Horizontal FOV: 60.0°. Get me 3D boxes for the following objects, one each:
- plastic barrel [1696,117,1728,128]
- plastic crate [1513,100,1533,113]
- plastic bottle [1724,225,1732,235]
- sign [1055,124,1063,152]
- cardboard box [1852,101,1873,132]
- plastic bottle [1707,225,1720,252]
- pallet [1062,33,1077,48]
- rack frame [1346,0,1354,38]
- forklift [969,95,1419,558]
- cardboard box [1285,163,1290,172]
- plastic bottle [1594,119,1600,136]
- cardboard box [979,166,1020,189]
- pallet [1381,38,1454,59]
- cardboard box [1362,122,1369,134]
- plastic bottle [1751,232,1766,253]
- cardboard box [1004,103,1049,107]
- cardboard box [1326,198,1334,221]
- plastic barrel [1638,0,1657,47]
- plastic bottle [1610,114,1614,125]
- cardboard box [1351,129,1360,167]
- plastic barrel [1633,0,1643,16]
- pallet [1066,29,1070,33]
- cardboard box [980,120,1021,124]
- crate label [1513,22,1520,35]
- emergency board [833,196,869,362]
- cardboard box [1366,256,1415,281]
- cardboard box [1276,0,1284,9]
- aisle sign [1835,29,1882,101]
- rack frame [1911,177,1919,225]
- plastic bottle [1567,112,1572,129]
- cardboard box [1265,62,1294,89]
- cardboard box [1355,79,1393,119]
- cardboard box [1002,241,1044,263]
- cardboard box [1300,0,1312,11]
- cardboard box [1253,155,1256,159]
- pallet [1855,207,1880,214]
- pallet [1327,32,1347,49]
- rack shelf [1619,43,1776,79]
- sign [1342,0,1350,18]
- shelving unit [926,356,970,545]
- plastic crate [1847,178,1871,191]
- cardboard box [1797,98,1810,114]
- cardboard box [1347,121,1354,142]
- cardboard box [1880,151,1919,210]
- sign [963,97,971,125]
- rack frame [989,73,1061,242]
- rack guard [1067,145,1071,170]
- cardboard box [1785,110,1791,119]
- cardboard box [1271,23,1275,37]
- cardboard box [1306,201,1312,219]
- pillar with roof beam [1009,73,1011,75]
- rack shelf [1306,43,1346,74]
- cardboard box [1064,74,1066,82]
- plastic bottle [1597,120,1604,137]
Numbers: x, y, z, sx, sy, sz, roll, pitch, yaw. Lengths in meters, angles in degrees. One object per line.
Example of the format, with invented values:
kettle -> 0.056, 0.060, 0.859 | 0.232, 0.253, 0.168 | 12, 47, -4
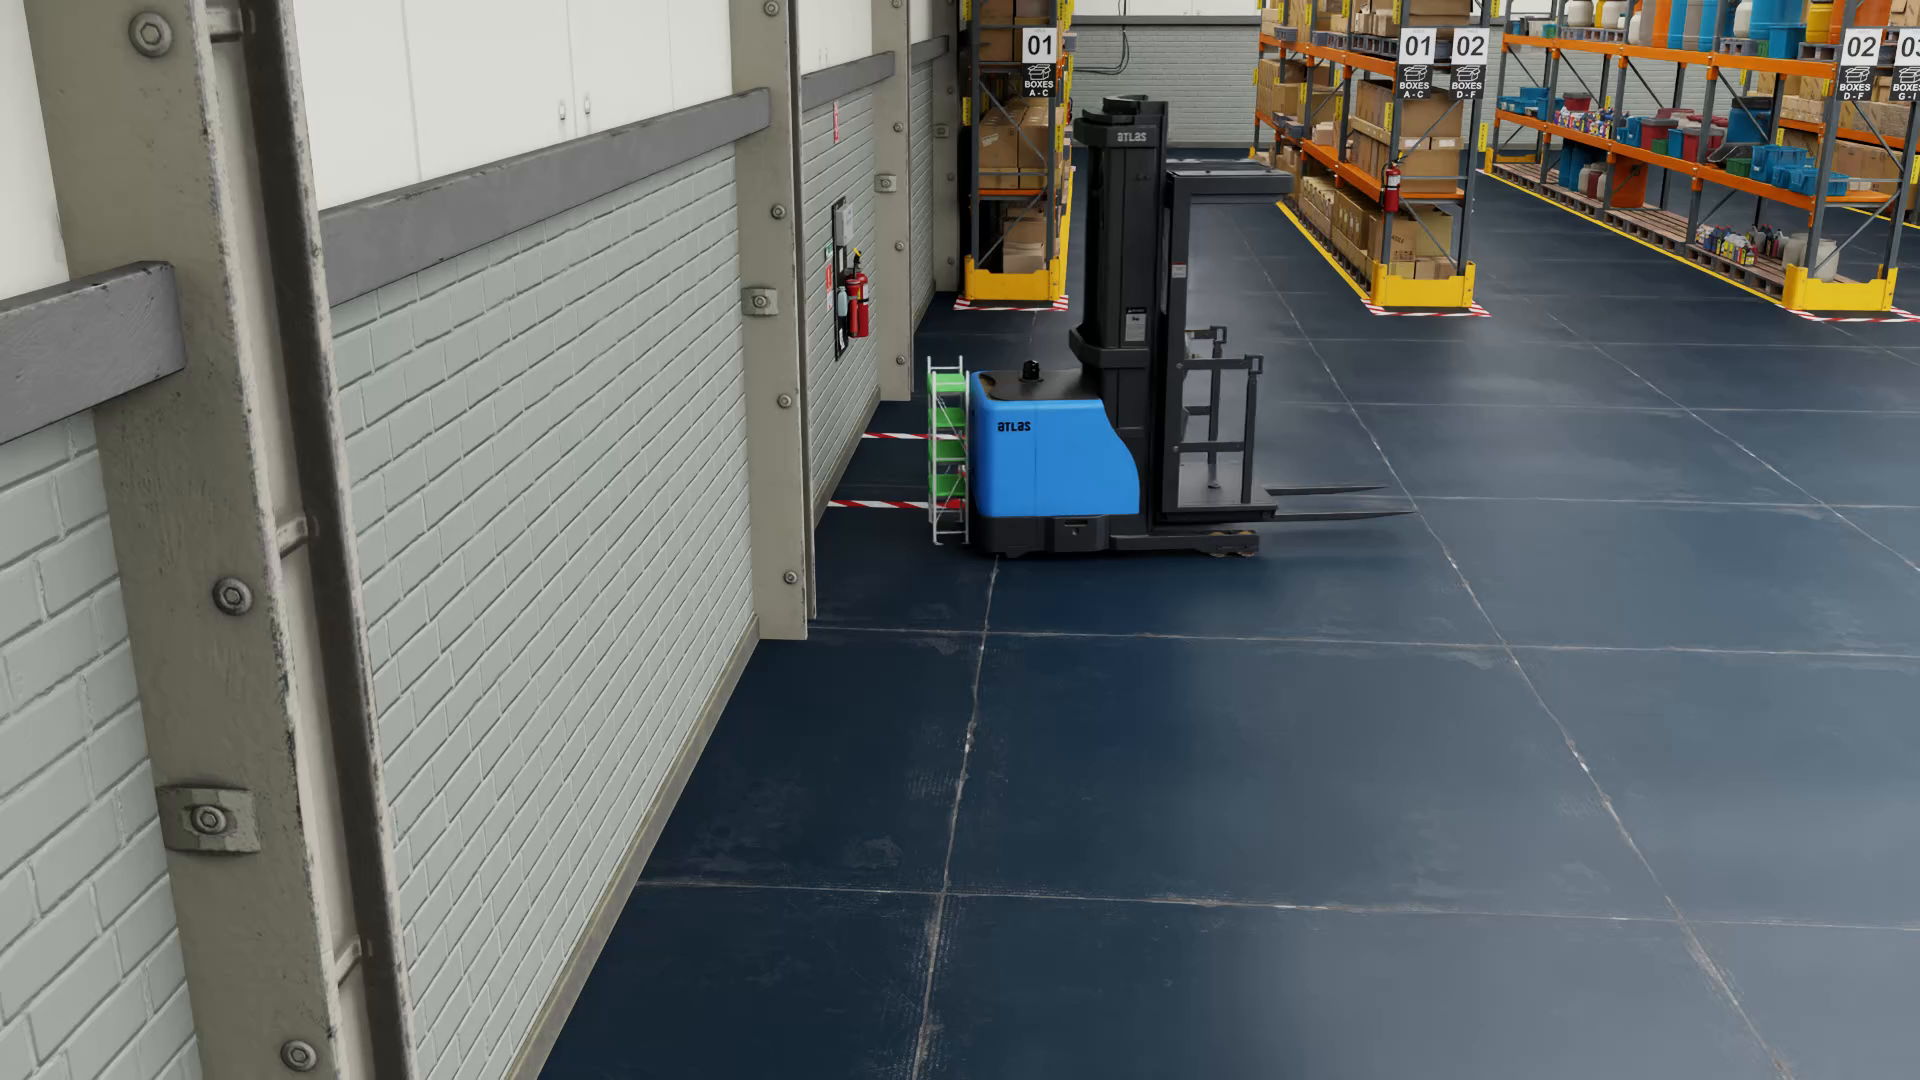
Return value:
plastic barrel -> 11.147, -6.007, 24.720 | 0.433, 0.535, 0.433 | 0, 18, 0
plastic crate -> 11.227, -8.620, 33.085 | 0.416, 0.233, 0.300 | 1, 18, 4
plastic bottle -> 10.479, -4.128, 22.751 | 0.144, 0.351, 0.185 | 1, 18, 4
sign -> 1.180, -4.800, 19.865 | 0.100, 0.325, 0.005 | 1, 18, 4
cardboard box -> 15.967, -7.395, 29.013 | 0.500, 0.500, 0.500 | 1, 18, 3
plastic bottle -> 10.335, -4.131, 22.761 | 0.144, 0.351, 0.185 | 2, 18, 5
pallet -> 1.147, -7.491, 24.952 | 1.213, 0.211, 1.003 | 1, 18, 4
rack frame -> 5.867, -8.385, 22.560 | 1.000, 3.000, 0.127 | 1, 18, 4
forklift -> 1.586, -1.441, 11.115 | 3.031, 2.935, 1.130 | -2, 18, -5
cardboard box -> 6.055, -6.417, 29.497 | 0.500, 0.500, 0.500 | 1, 18, 2
plastic bottle -> 10.768, -6.967, 28.073 | 0.097, 0.271, 0.097 | 0, 18, 0
cardboard box -> 0.479, -4.489, 20.514 | 0.500, 0.250, 0.500 | 2, 18, 5
pallet -> 5.656, -5.894, 19.918 | 1.003, 0.211, 1.213 | 1, 18, 4
cardboard box -> 5.582, -5.493, 22.168 | 0.380, 0.149, 0.250 | 1, 18, 2
plastic bottle -> 10.885, -4.066, 22.683 | 0.152, 0.276, 0.135 | 1, 18, 4
cardboard box -> 1.043, -6.231, 24.754 | 0.700, 0.500, 0.500 | 3, 18, 10
cardboard box -> 5.610, -4.826, 24.173 | 0.500, 0.311, 0.500 | 1, 18, 4
plastic barrel -> 10.818, -8.078, 25.636 | 0.600, 0.901, 0.600 | 0, 18, 0
plastic bottle -> 11.460, -7.329, 29.180 | 0.097, 0.271, 0.097 | 0, 18, 0
cardboard box -> 5.841, -5.444, 23.058 | 0.700, 0.500, 0.500 | 1, 18, 2
plastic barrel -> 11.137, -8.670, 26.883 | 0.600, 0.830, 0.708 | 1, 18, 4
pallet -> 1.205, -8.423, 27.796 | 1.213, 0.211, 1.003 | 2, 18, 6
cardboard box -> 0.506, -5.003, 20.878 | 0.500, 0.500, 0.500 | 2, 18, 5
crate label -> 11.279, -10.225, 33.231 | 0.408, 0.251, 0.502 | 1, 18, 4
emergency board -> -0.819, -2.008, 12.733 | 0.194, 1.169, 0.643 | 1, 18, 4
cardboard box -> 5.323, -3.358, 20.594 | 0.500, 0.250, 0.500 | 1, 18, 4
cardboard box -> 6.528, -10.585, 32.325 | 0.700, 0.500, 0.500 | 1, 18, 4
aisle sign -> 10.219, -5.400, 18.909 | 0.394, 0.787, 0.004 | 1, 18, 4
rack frame -> 16.034, -6.554, 26.607 | 1.000, 3.000, 0.127 | 1, 18, 4
plastic bottle -> 10.865, -7.471, 29.594 | 0.061, 0.283, 0.133 | 1, 18, 4
cardboard box -> 6.326, -9.176, 32.843 | 0.500, 0.500, 0.500 | 1, 18, 3
cardboard box -> 5.841, -6.060, 22.856 | 0.700, 0.500, 0.500 | 1, 18, 4
cardboard box -> 0.819, -3.722, 21.577 | 0.500, 0.311, 0.500 | 3, 18, 8
cardboard box -> 6.238, -9.169, 28.777 | 0.600, 0.600, 0.600 | 1, 18, 2
cardboard box -> 6.354, -7.993, 34.871 | 0.380, 0.149, 0.250 | 1, 18, 4
pallet -> 16.256, -5.850, 28.937 | 1.003, 0.211, 1.213 | 1, 18, 4
pallet -> 6.117, -7.552, 25.139 | 1.003, 0.211, 1.213 | 2, 18, 6
rack shelf -> 10.950, -7.127, 24.694 | 1.077, 0.370, 4.000 | 1, 18, 4
sign -> 5.325, -7.364, 22.926 | 0.100, 0.325, 0.005 | 1, 18, 4
shelving unit -> -0.083, -0.618, 11.382 | 0.258, 1.200, 0.503 | -2, 18, -5
plastic crate -> 10.905, -4.325, 20.230 | 0.298, 0.136, 0.250 | 1, 18, 4
cardboard box -> 16.125, -8.170, 31.303 | 0.500, 0.250, 0.500 | 2, 18, 6
cardboard box -> 5.976, -5.983, 24.705 | 0.500, 0.500, 0.500 | 3, 18, 8
cardboard box -> 16.104, -5.958, 27.526 | 1.225, 0.875, 0.875 | 0, 18, 1
sign -> 0.086, -5.120, 19.864 | 0.100, 0.325, 0.005 | 1, 18, 4
rack frame -> 0.925, -5.643, 23.828 | 1.000, 3.000, 0.127 | 1, 18, 4
rack guard -> 1.787, -8.190, 35.615 | 1.175, 0.500, 0.348 | 1, 18, 4
cardboard box -> 16.107, -8.178, 31.967 | 0.380, 0.149, 0.250 | 1, 18, 3
cardboard box -> 6.283, -9.840, 32.060 | 0.500, 0.250, 0.500 | 1, 18, 4
cardboard box -> 5.756, -5.195, 26.203 | 0.500, 0.250, 0.500 | 1, 18, 2
pillar with roof beam -> 5.410, -12.983, 36.593 | 9.100, 9.000, 0.400 | 1, 18, 4
rack shelf -> 6.010, -7.239, 25.035 | 1.077, 0.370, 4.000 | 1, 18, 4
cardboard box -> 1.638, -8.215, 29.802 | 0.500, 0.250, 0.500 | 2, 18, 5
plastic bottle -> 10.754, -6.906, 27.889 | 0.097, 0.271, 0.097 | 0, 18, 0
